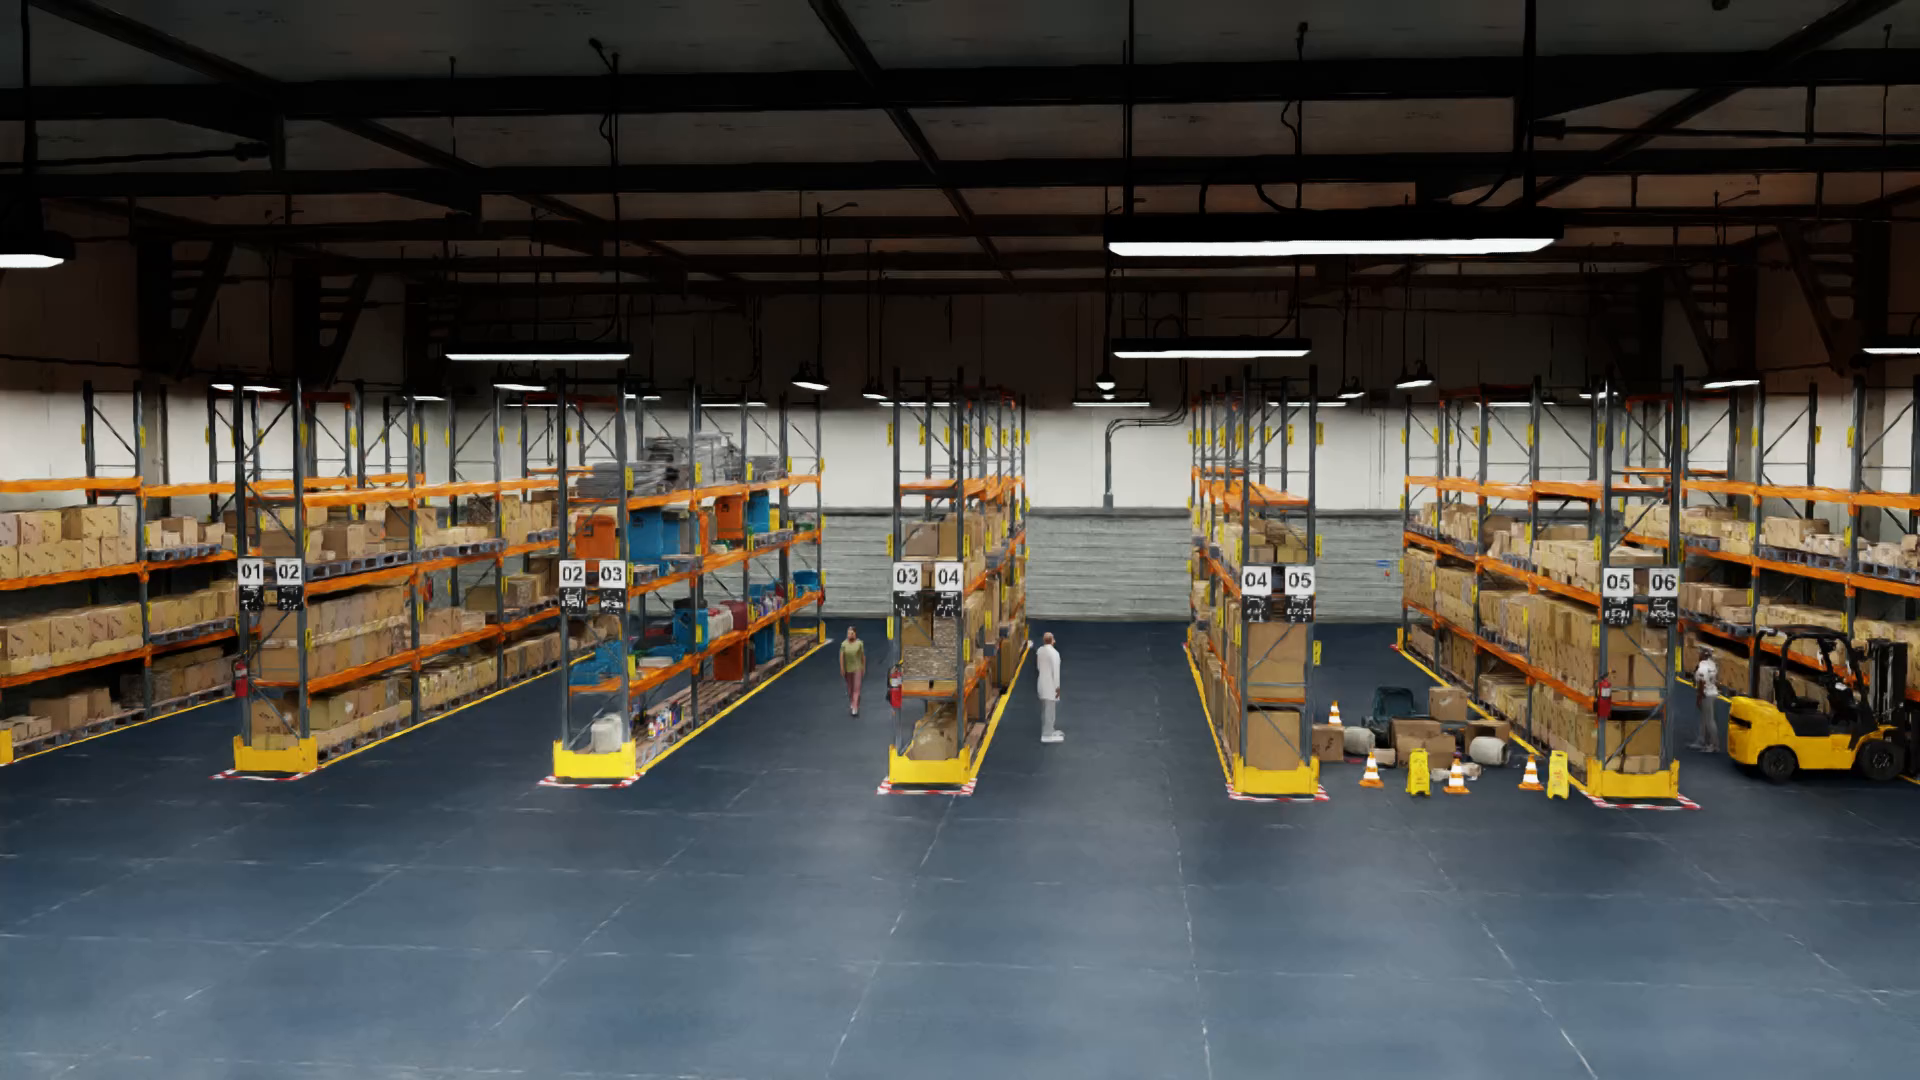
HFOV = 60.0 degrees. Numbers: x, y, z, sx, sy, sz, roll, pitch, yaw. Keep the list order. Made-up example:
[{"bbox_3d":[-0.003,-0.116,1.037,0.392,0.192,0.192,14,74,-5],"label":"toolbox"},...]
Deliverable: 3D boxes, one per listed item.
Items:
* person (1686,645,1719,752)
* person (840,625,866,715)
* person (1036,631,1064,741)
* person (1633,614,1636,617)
[{"bbox_3d":[11.855,2.509,26.510,0.544,1.665,0.574,3,4,36],"label":"person"},{"bbox_3d":[-1.955,2.325,30.032,0.448,1.590,1.110,0,4,8],"label":"person"},{"bbox_3d":[1.510,2.392,27.395,0.506,1.783,0.621,-2,4,-25],"label":"person"},{"bbox_3d":[12.648,2.195,31.566,0.537,1.663,0.572,2,4,33],"label":"person"}]
